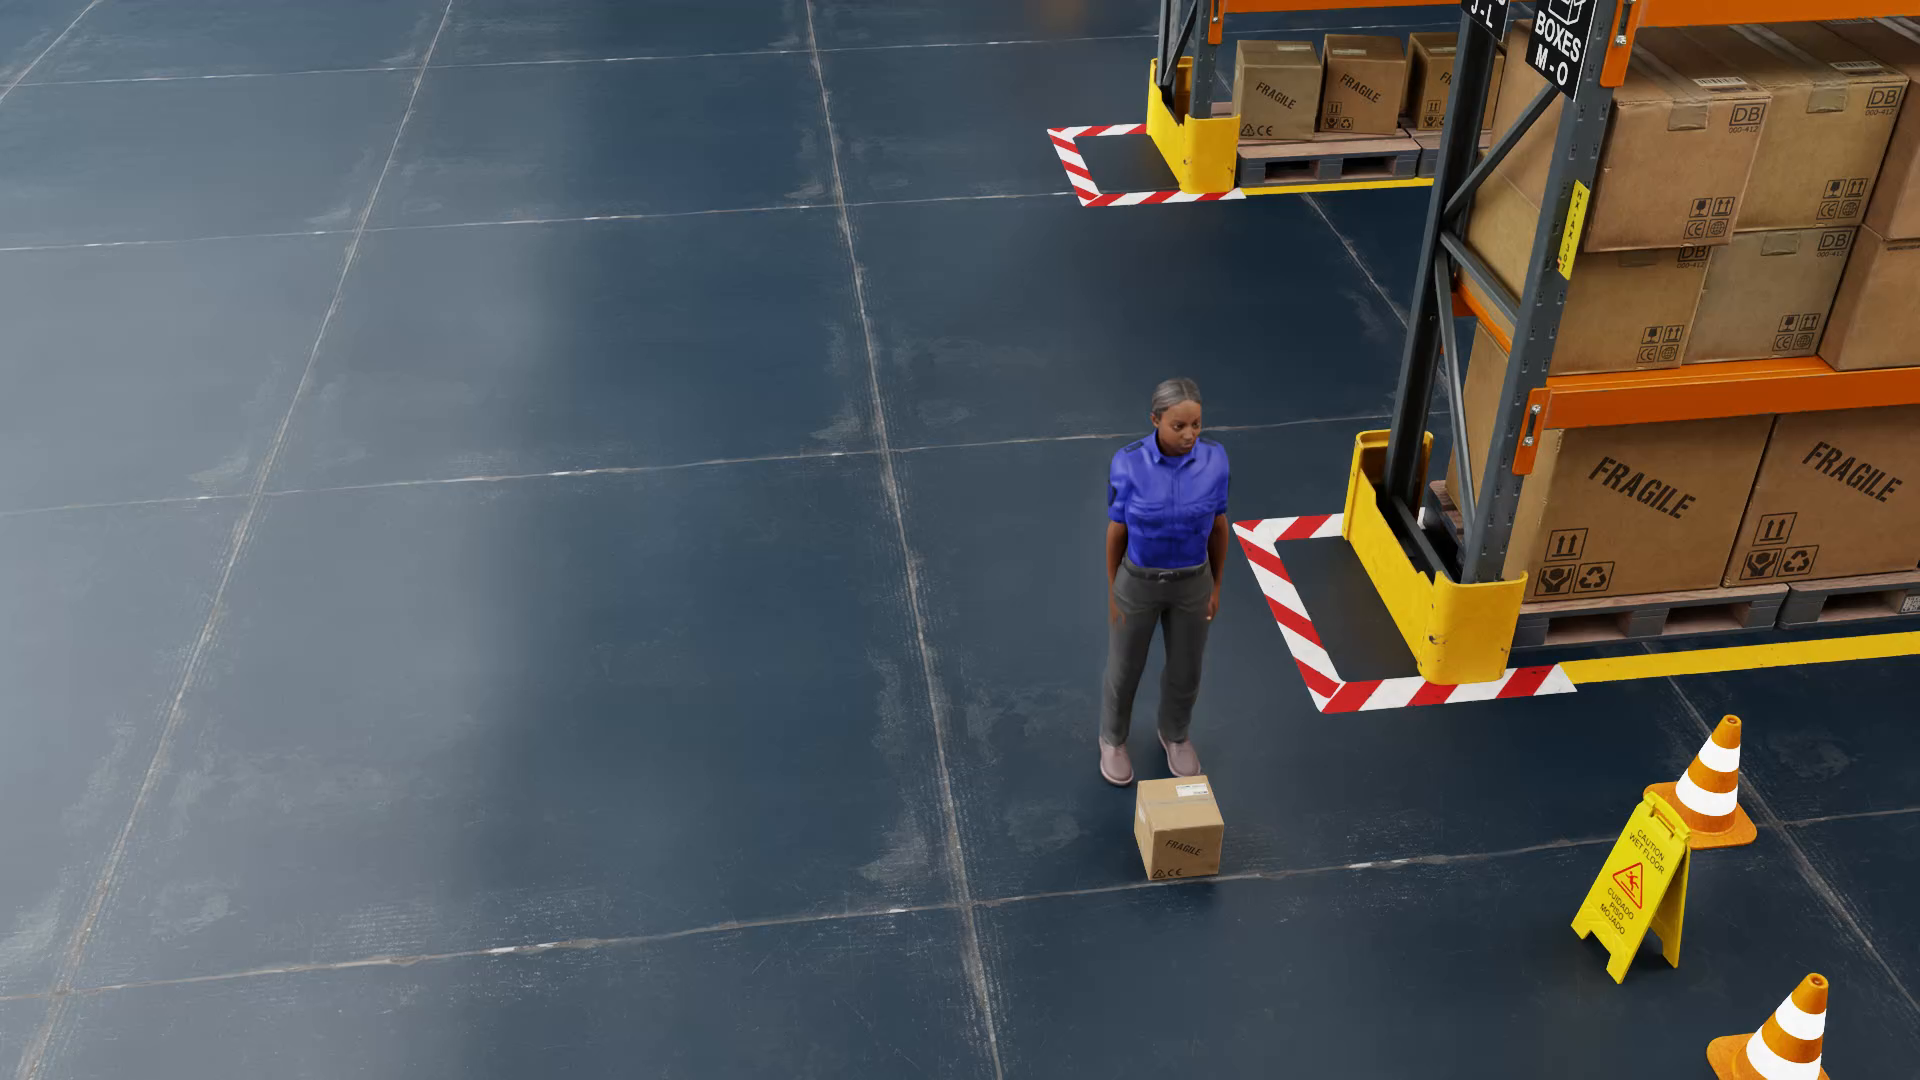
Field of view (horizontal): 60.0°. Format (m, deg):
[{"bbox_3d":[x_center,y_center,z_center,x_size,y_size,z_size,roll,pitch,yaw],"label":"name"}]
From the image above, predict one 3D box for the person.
[{"bbox_3d":[0.726,0.163,5.918,0.436,1.657,0.304,-4,35,-5],"label":"person"}]
